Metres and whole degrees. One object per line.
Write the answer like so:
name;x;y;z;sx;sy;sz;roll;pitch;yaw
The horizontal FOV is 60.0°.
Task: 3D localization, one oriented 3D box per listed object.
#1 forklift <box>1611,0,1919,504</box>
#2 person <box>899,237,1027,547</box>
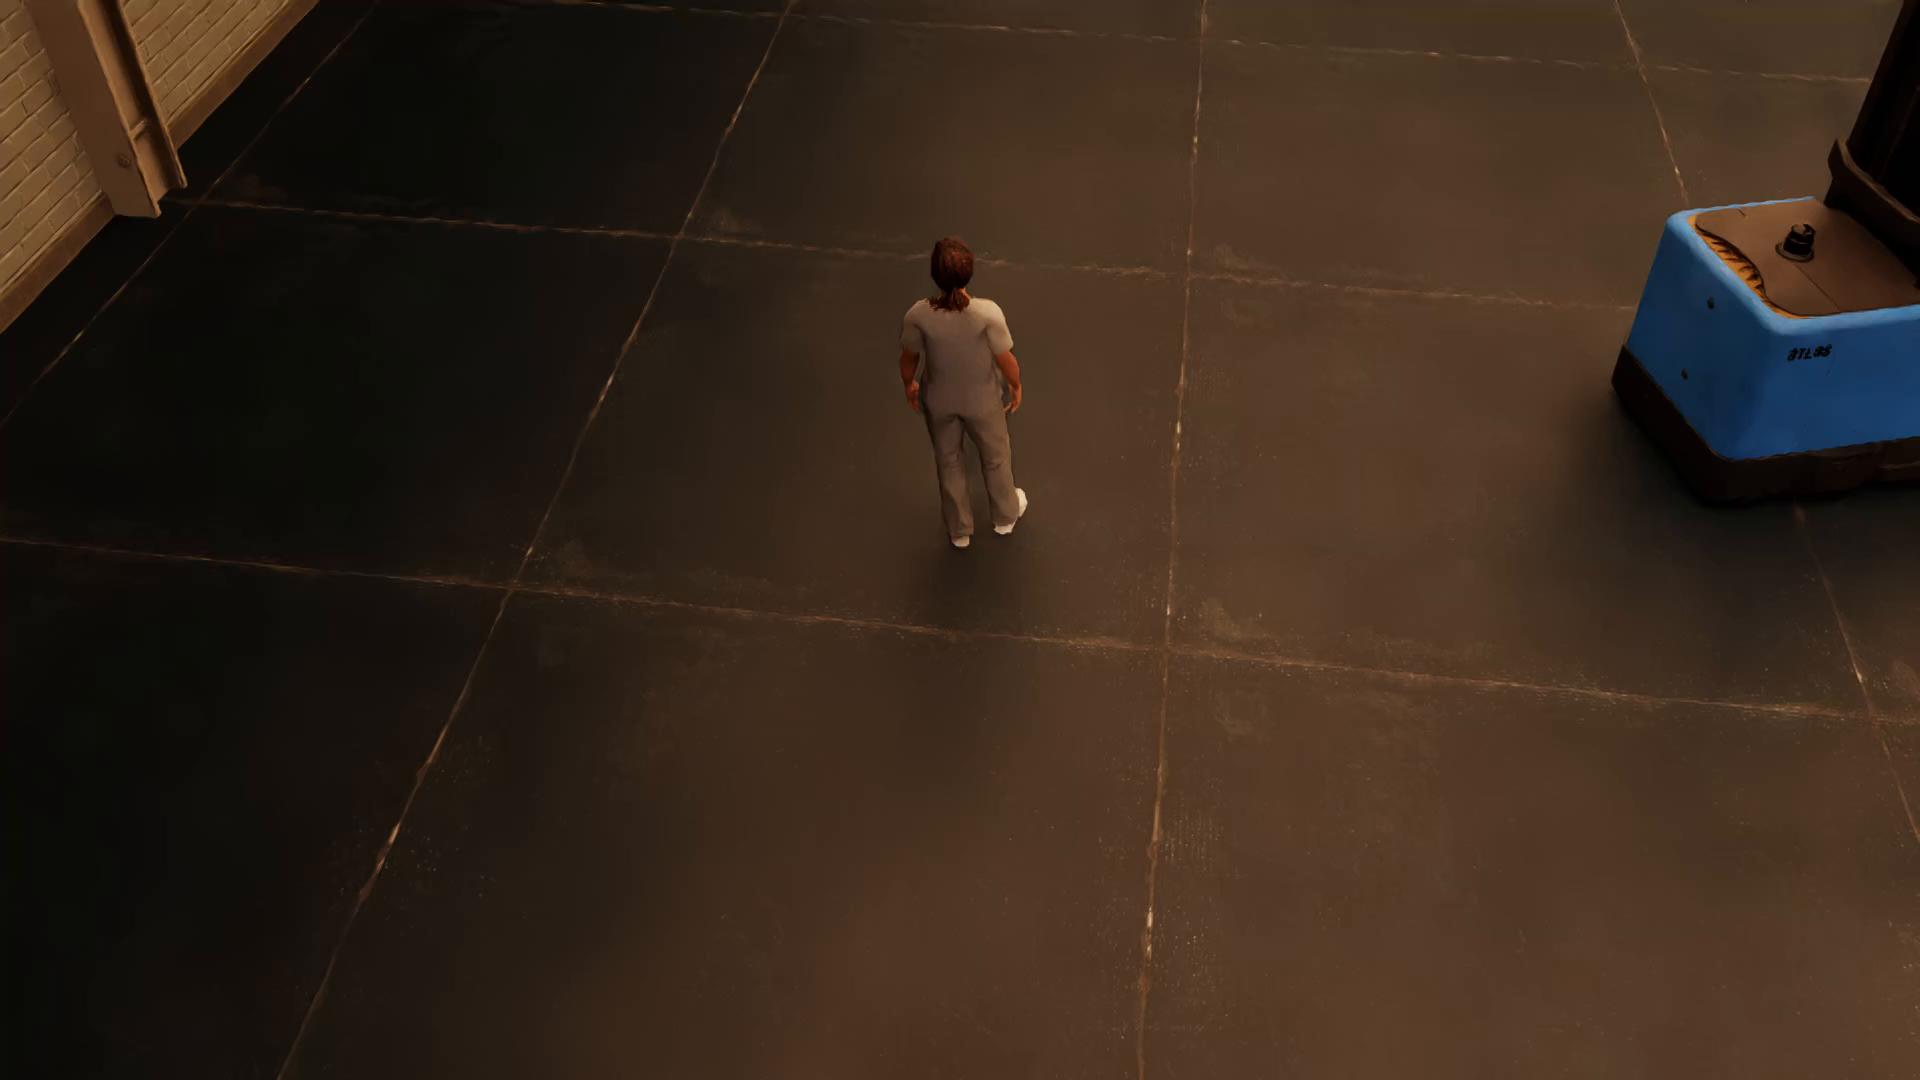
forklift;4.968;-1.749;7.628;3.031;2.935;1.130;-8;43;-8
person;0.023;-0.671;7.372;0.550;1.674;0.548;5;43;6
